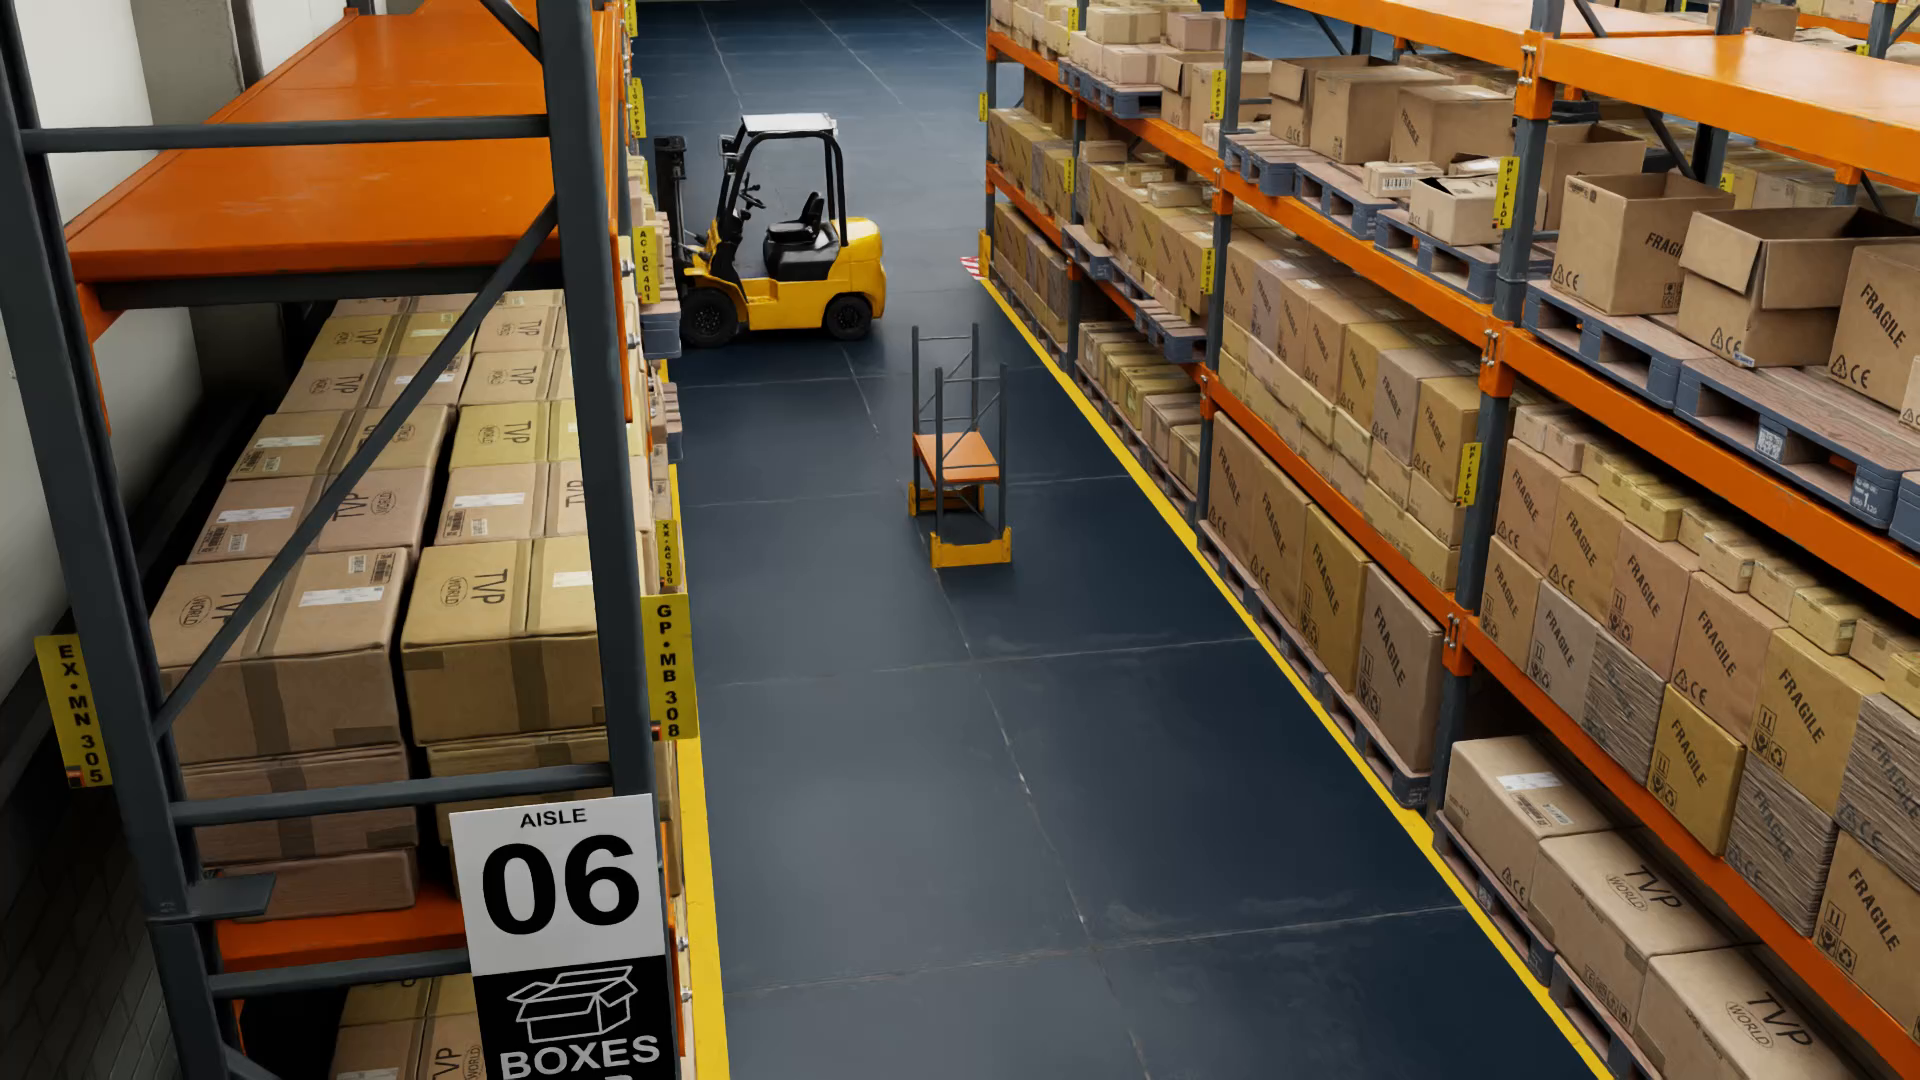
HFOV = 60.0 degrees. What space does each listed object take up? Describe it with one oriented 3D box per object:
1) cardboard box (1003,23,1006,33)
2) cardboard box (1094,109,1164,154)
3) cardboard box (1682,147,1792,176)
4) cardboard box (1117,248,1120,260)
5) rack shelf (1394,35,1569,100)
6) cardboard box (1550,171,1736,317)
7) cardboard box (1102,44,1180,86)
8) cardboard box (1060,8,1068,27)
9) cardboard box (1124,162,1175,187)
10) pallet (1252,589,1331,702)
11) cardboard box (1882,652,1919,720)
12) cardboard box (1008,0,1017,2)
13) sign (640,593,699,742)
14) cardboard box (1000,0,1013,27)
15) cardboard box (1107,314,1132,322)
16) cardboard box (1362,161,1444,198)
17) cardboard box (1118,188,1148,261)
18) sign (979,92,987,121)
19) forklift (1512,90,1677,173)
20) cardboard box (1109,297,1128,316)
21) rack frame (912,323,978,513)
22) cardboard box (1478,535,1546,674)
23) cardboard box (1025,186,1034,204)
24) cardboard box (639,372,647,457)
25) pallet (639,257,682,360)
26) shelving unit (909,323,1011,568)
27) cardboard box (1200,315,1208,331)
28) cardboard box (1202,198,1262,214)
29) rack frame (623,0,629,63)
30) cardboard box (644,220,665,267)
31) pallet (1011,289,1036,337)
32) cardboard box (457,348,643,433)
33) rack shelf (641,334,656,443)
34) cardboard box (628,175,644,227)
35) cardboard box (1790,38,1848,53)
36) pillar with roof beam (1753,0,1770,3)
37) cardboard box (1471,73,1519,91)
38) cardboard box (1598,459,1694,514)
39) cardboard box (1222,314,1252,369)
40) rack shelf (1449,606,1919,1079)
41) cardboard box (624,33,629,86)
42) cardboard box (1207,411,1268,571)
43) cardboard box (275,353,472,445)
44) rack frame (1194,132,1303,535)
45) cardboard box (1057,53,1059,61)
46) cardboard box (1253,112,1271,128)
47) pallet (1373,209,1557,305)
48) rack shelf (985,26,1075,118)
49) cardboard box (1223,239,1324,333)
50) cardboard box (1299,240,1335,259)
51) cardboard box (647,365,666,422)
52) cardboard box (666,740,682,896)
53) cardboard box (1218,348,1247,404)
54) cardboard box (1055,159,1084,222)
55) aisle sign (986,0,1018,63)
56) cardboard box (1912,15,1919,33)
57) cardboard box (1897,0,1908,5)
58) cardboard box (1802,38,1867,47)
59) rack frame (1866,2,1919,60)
[{"bbox_3d":[0.682,-5.598,18.129,0.380,0.149,0.250,-5,24,-11],"label":"cardboard box"},{"bbox_3d":[1.675,-3.846,15.805,0.700,0.500,0.500,-5,24,-10],"label":"cardboard box"},{"bbox_3d":[6.769,-3.132,14.542,0.700,0.500,0.500,-5,24,-10],"label":"cardboard box"},{"bbox_3d":[1.550,-2.447,14.136,0.380,0.149,0.250,-4,24,-9],"label":"cardboard box"},{"bbox_3d":[6.020,-5.254,17.927,1.077,0.370,4.000,-4,24,-10],"label":"rack shelf"},{"bbox_3d":[2.925,-1.282,7.157,0.500,0.500,0.500,-4,24,-9],"label":"cardboard box"},{"bbox_3d":[1.467,-3.860,13.497,0.500,0.250,0.500,-5,24,-10],"label":"cardboard box"},{"bbox_3d":[1.147,-4.847,15.412,0.380,0.149,0.250,-5,24,-11],"label":"cardboard box"},{"bbox_3d":[1.585,-3.058,13.914,0.380,0.149,0.250,-3,24,-7],"label":"cardboard box"},{"bbox_3d":[2.577,0.629,10.788,1.003,0.211,1.213,-4,24,-10],"label":"pallet"},{"bbox_3d":[3.292,0.480,5.461,0.380,0.149,0.250,-4,24,-9],"label":"cardboard box"},{"bbox_3d":[0.690,-5.755,17.491,0.380,0.149,0.250,-4,24,-10],"label":"cardboard box"},{"bbox_3d":[-0.582,0.257,3.317,0.100,0.325,0.005,-4,24,-10],"label":"sign"},{"bbox_3d":[0.718,-5.616,17.671,0.500,0.250,0.500,-5,24,-11],"label":"cardboard box"},{"bbox_3d":[1.700,-2.201,16.695,0.500,0.250,0.500,-5,24,-12],"label":"cardboard box"},{"bbox_3d":[2.526,-2.063,9.487,0.380,0.166,0.250,-2,24,-5],"label":"cardboard box"},{"bbox_3d":[1.625,-2.592,13.658,0.500,0.500,0.500,-5,24,-12],"label":"cardboard box"},{"bbox_3d":[0.270,-4.947,18.989,0.100,0.325,0.005,-4,24,-10],"label":"sign"},{"bbox_3d":[5.160,-2.287,14.068,3.031,2.935,1.130,-10,26,-22],"label":"forklift"},{"bbox_3d":[1.700,-2.545,16.545,0.500,0.500,0.500,-3,24,-7],"label":"cardboard box"},{"bbox_3d":[-0.110,-0.921,12.727,0.500,1.500,0.032,-4,24,-10],"label":"rack frame"},{"bbox_3d":[2.852,0.288,7.960,0.500,0.500,0.500,-4,24,-8],"label":"cardboard box"},{"bbox_3d":[0.892,-3.606,17.316,0.380,0.149,0.250,-4,24,-9],"label":"cardboard box"},{"bbox_3d":[-1.330,-0.366,5.651,0.500,0.250,0.500,-4,24,-9],"label":"cardboard box"},{"bbox_3d":[-1.906,-1.051,7.639,1.213,0.211,1.003,-4,24,-10],"label":"pallet"},{"bbox_3d":[-0.014,-0.717,12.261,0.587,1.500,1.083,-4,24,-10],"label":"shelving unit"},{"bbox_3d":[1.991,-1.632,12.271,0.380,0.149,0.250,-3,24,-8],"label":"cardboard box"},{"bbox_3d":[2.219,-2.425,13.276,0.500,0.500,0.500,-4,24,-9],"label":"cardboard box"},{"bbox_3d":[-3.334,-5.397,13.607,1.000,3.000,0.127,-4,24,-10],"label":"rack frame"},{"bbox_3d":[-1.479,-1.285,7.232,0.380,0.149,0.250,-4,24,-8],"label":"cardboard box"},{"bbox_3d":[1.155,-2.481,17.910,1.003,0.211,1.213,-4,24,-10],"label":"pallet"},{"bbox_3d":[-1.236,-0.390,5.081,0.500,0.250,0.500,-4,24,-8],"label":"cardboard box"},{"bbox_3d":[-2.225,-1.333,8.947,1.077,0.370,4.000,-4,24,-10],"label":"rack shelf"},{"bbox_3d":[-1.567,-1.469,7.136,0.396,0.266,0.258,-5,24,-10],"label":"cardboard box"},{"bbox_3d":[6.641,-3.810,13.183,0.500,0.311,0.500,-4,24,-10],"label":"cardboard box"},{"bbox_3d":[17.457,-18.083,42.652,9.100,9.000,0.400,-4,24,-10],"label":"pillar with roof beam"},{"bbox_3d":[6.068,-4.772,18.135,0.875,0.550,0.500,-4,24,-10],"label":"cardboard box"},{"bbox_3d":[2.964,-0.229,7.083,0.380,0.149,0.250,-4,24,-10],"label":"cardboard box"},{"bbox_3d":[2.134,-1.386,11.481,0.500,0.250,0.500,-4,24,-10],"label":"cardboard box"},{"bbox_3d":[3.392,1.246,6.790,1.077,0.370,4.000,-4,24,-10],"label":"rack shelf"},{"bbox_3d":[-2.677,-3.437,12.091,0.500,0.500,0.500,-4,24,-8],"label":"cardboard box"},{"bbox_3d":[2.329,-0.384,11.755,0.875,0.875,0.875,-5,24,-10],"label":"cardboard box"},{"bbox_3d":[-1.739,-0.359,5.009,0.500,0.250,0.500,-4,24,-10],"label":"cardboard box"},{"bbox_3d":[2.283,-1.443,12.050,1.000,3.000,0.127,-4,24,-10],"label":"rack frame"},{"bbox_3d":[1.154,-4.686,16.039,0.380,0.149,0.250,-5,24,-12],"label":"cardboard box"},{"bbox_3d":[2.345,-2.993,12.018,0.396,0.266,0.258,-4,24,-10],"label":"cardboard box"},{"bbox_3d":[2.805,-1.514,8.702,0.805,0.209,1.217,-5,24,-12],"label":"pallet"},{"bbox_3d":[1.174,-4.848,16.997,1.077,0.370,4.000,-4,24,-10],"label":"rack shelf"},{"bbox_3d":[2.134,-1.735,11.344,0.500,0.500,0.500,-5,24,-12],"label":"cardboard box"},{"bbox_3d":[2.636,-1.763,11.408,0.500,0.500,0.500,-5,24,-11],"label":"cardboard box"},{"bbox_3d":[-2.111,-0.686,9.662,0.797,0.503,0.637,-5,24,-11],"label":"cardboard box"},{"bbox_3d":[-1.212,0.873,5.626,0.500,0.500,0.500,-4,24,-8],"label":"cardboard box"},{"bbox_3d":[2.126,-1.164,11.596,0.500,0.250,0.500,-5,24,-11],"label":"cardboard box"},{"bbox_3d":[1.217,-3.355,15.930,0.500,0.500,0.500,-5,24,-11],"label":"cardboard box"},{"bbox_3d":[0.488,-5.783,18.737,0.394,0.787,0.004,-4,24,-10],"label":"aisle sign"},{"bbox_3d":[10.756,-5.622,18.057,0.500,0.250,0.500,-4,24,-10],"label":"cardboard box"},{"bbox_3d":[10.665,-6.078,18.602,0.380,0.149,0.250,-5,24,-10],"label":"cardboard box"},{"bbox_3d":[7.119,-3.892,13.445,0.500,0.250,0.500,-4,24,-8],"label":"cardboard box"},{"bbox_3d":[7.129,-4.599,11.779,1.000,3.000,0.127,-4,24,-10],"label":"rack frame"}]
